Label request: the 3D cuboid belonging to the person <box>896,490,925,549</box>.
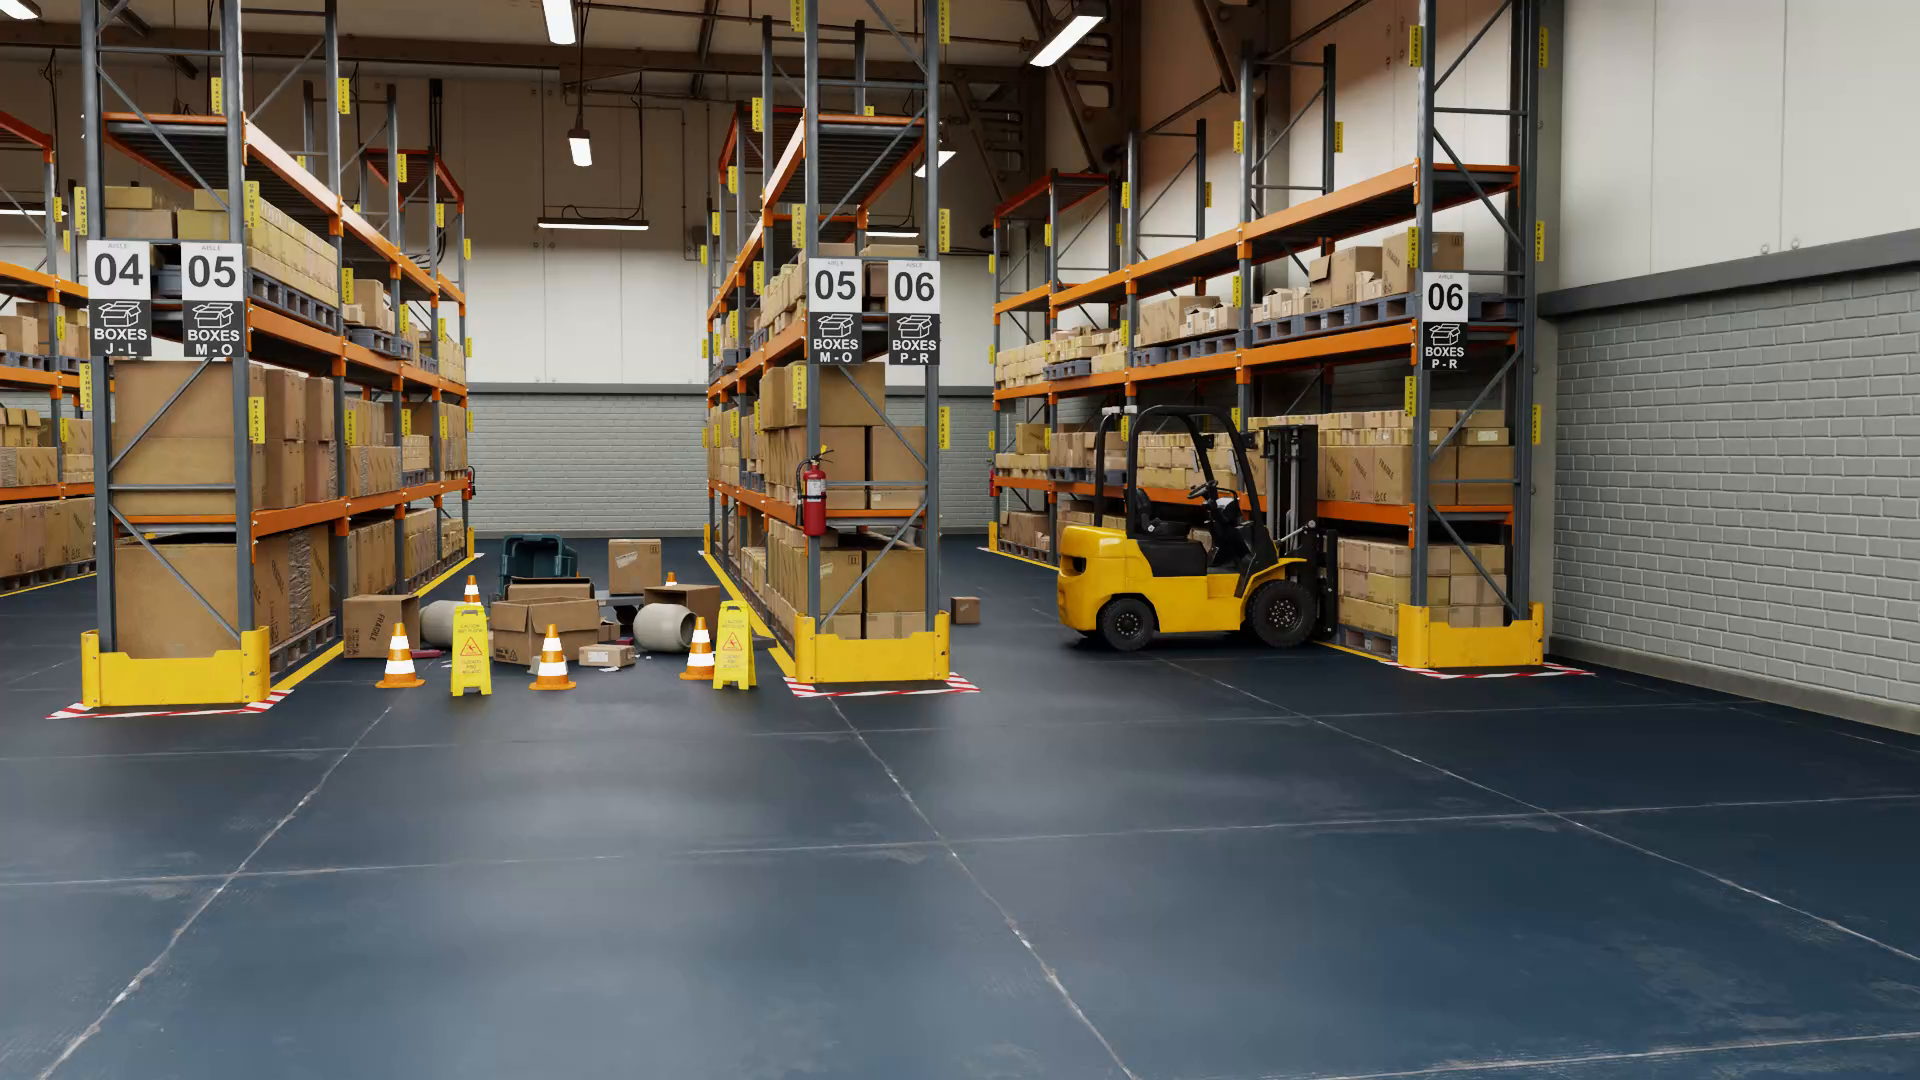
[{"bbox_3d":[-0.546,-0.155,19.898,0.451,1.638,0.839,0,3,-9],"label":"person"}]
